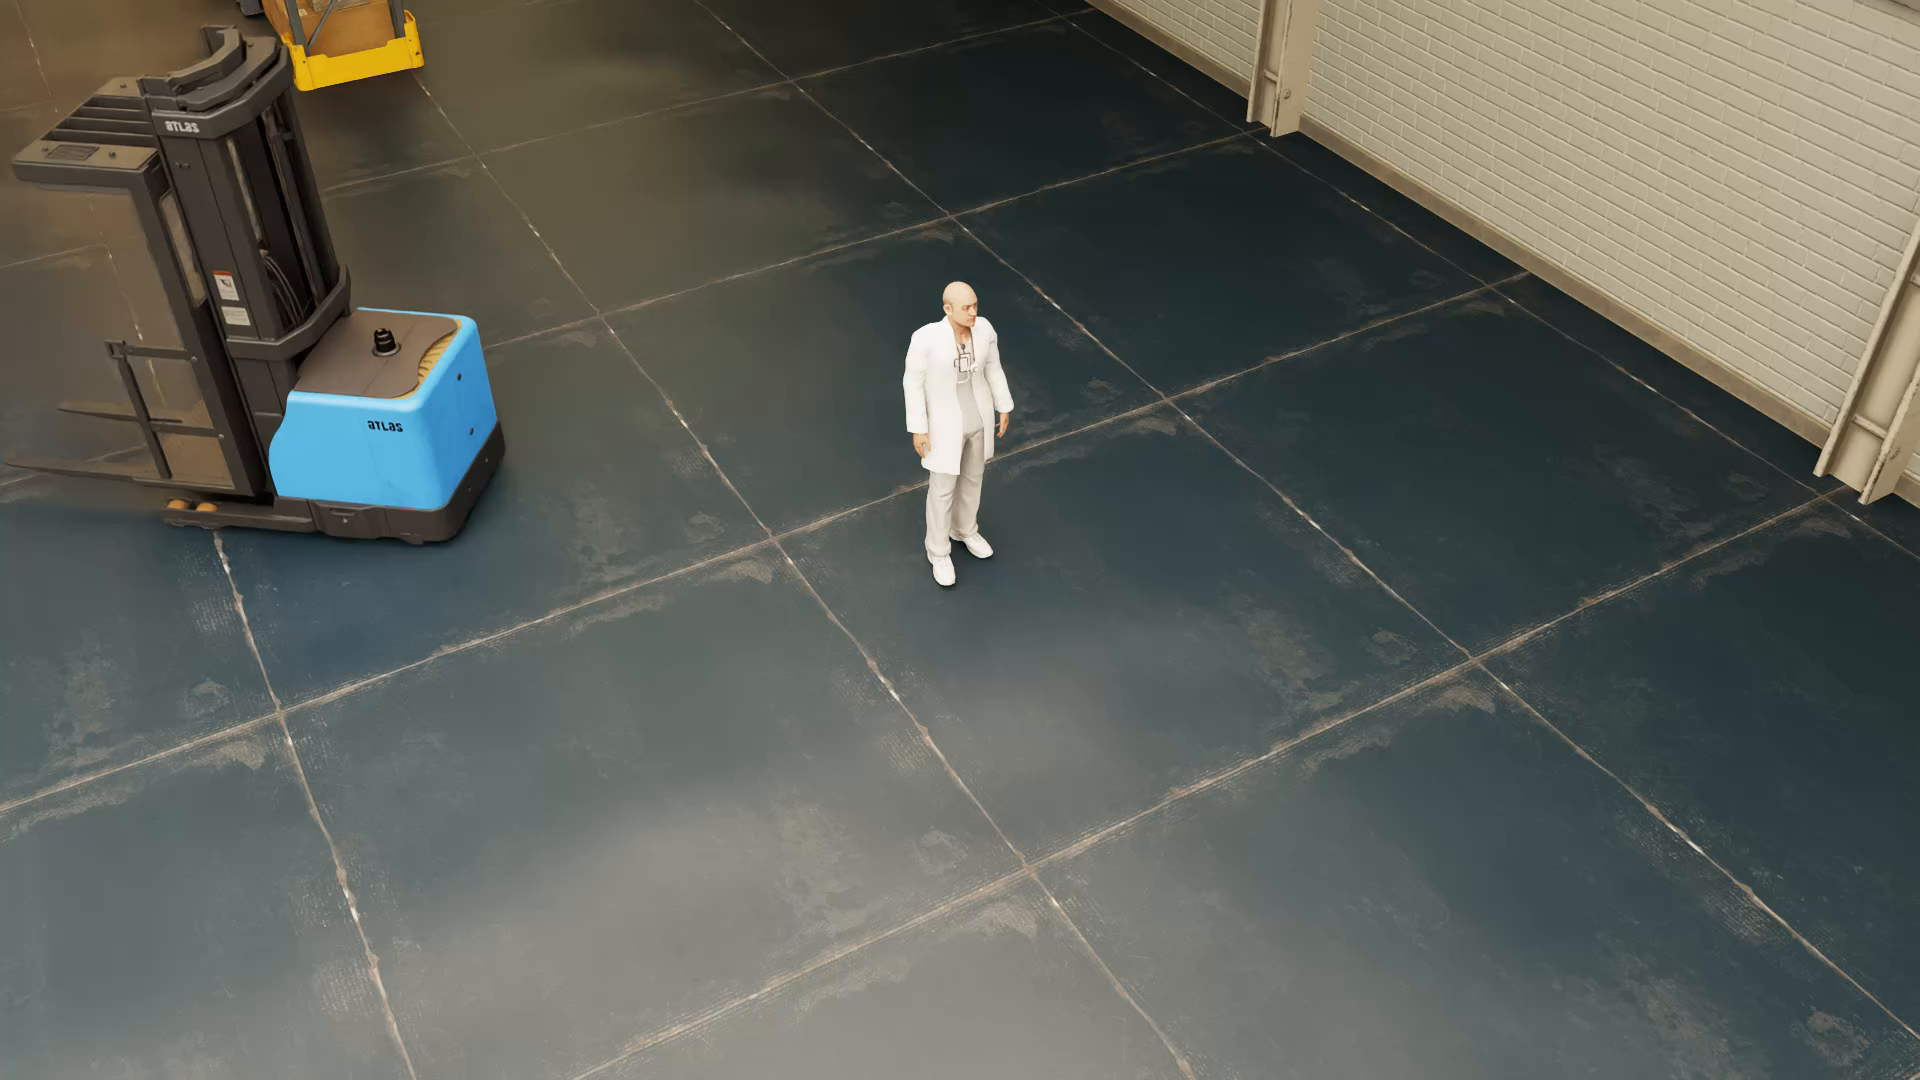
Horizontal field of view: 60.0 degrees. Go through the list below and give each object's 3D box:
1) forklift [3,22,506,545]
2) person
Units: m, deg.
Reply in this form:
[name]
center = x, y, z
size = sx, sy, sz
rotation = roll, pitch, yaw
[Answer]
[forklift]
center = -4.546, -1.523, 9.872
size = 3.031, 2.935, 1.130
rotation = 5, 40, 6
[person]
center = 0.043, -0.638, 9.697
size = 0.698, 1.778, 0.578
rotation = -20, 44, -23
